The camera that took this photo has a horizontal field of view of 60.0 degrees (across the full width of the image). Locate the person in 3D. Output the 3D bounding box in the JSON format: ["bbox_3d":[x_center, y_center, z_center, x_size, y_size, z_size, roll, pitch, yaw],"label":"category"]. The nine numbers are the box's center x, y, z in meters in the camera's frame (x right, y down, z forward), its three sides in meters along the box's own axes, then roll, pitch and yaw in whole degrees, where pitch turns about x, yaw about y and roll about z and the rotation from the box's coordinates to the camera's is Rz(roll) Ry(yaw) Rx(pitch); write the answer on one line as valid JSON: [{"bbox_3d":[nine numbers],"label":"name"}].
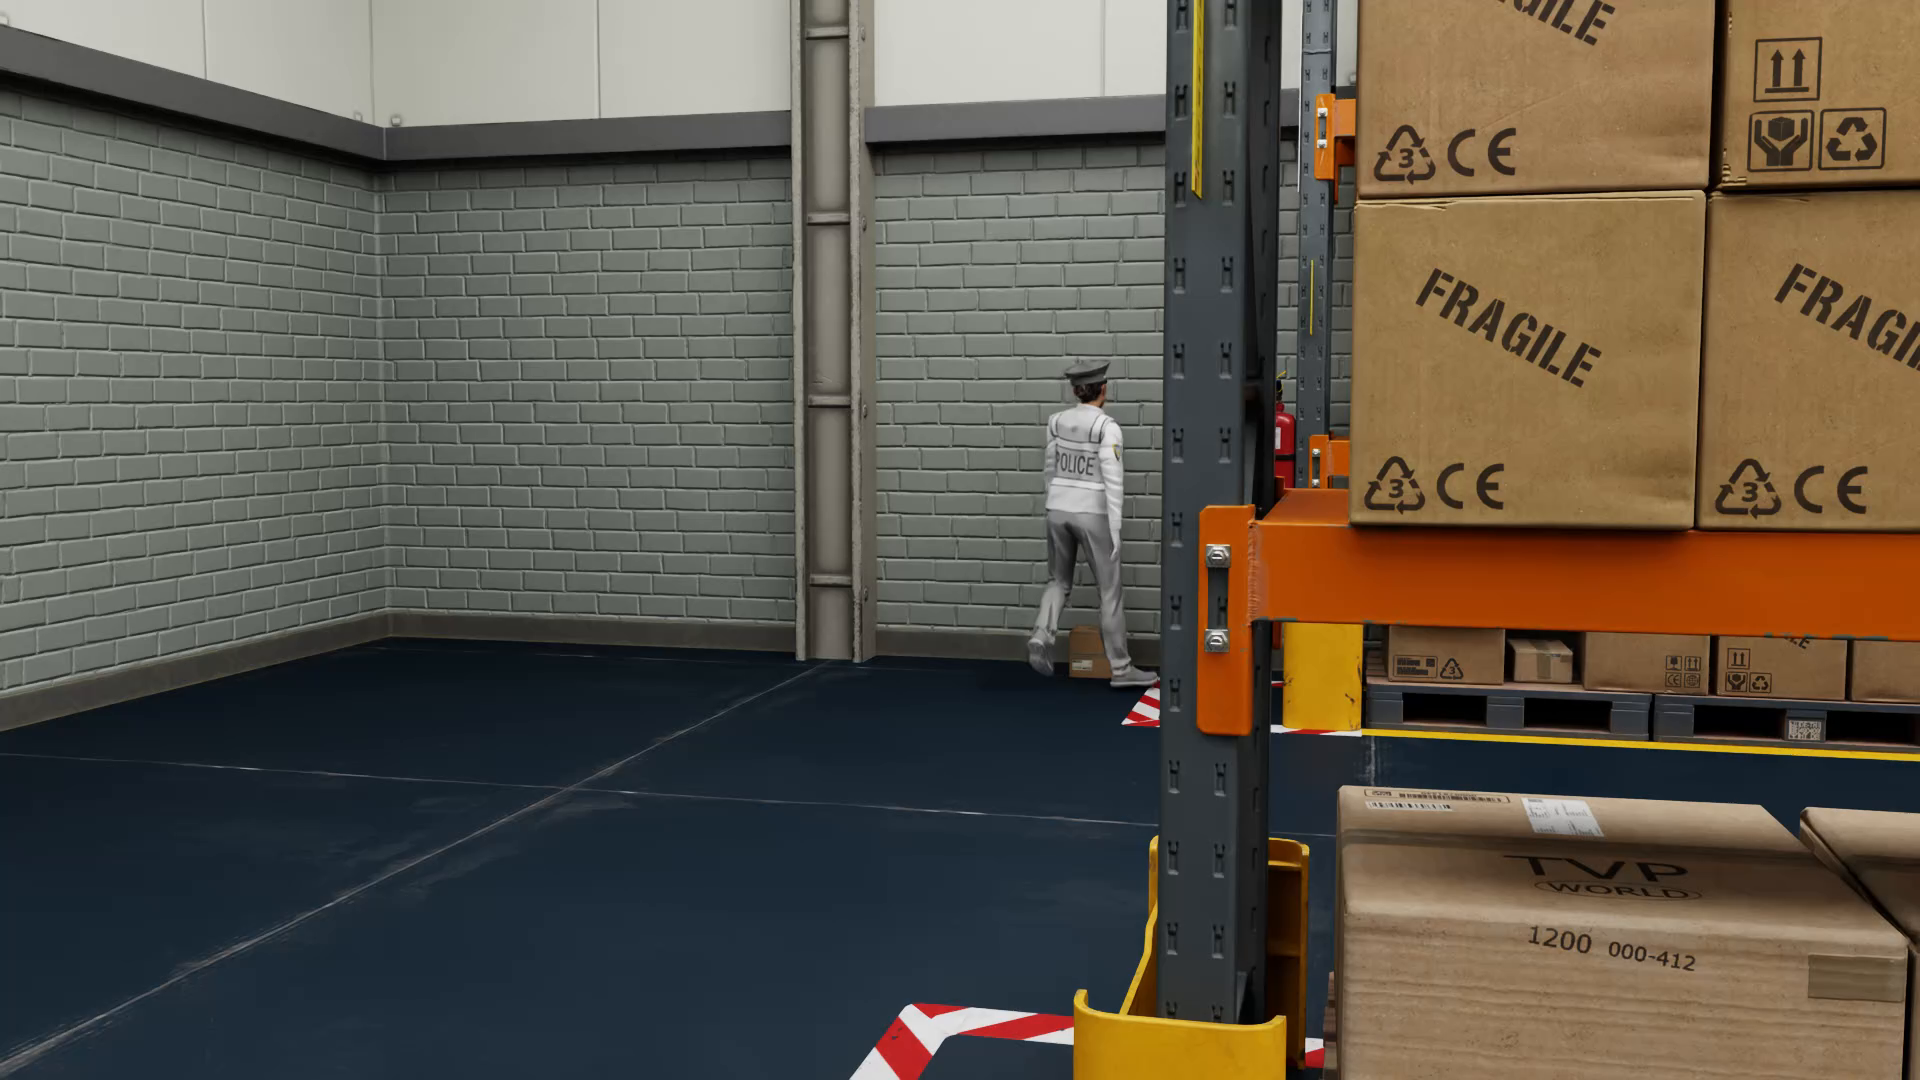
[{"bbox_3d":[0.643,-0.085,8.455,0.598,1.664,0.554,4,6,37],"label":"person"}]
